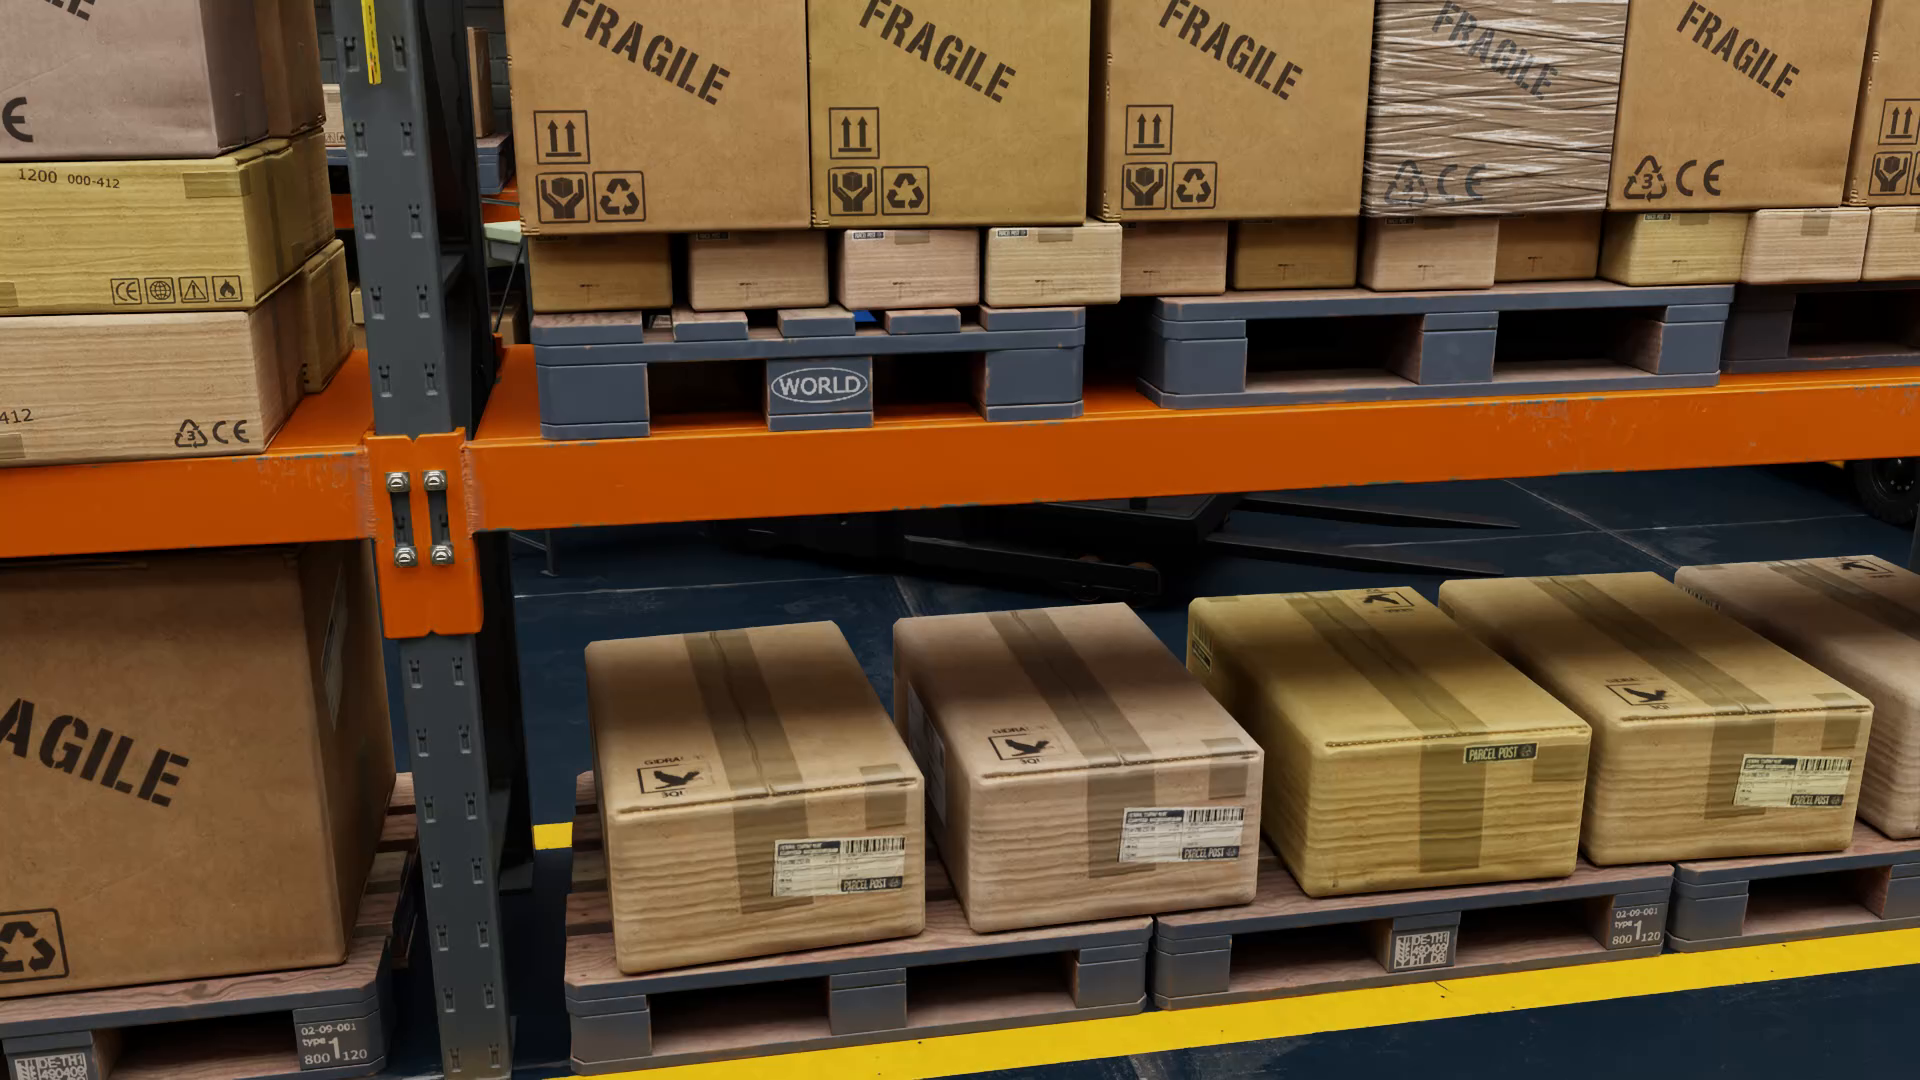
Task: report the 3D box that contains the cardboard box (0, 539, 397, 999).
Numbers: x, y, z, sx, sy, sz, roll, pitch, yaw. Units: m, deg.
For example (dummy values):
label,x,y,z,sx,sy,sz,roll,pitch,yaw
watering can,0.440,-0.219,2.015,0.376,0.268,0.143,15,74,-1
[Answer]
label,x,y,z,sx,sy,sz,roll,pitch,yaw
cardboard box,-1.742,0.334,3.518,0.875,0.875,0.875,-3,17,-11

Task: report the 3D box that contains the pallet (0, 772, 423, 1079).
label,x,y,z,sx,sy,sz,roll,pitch,yaw
pallet,-1.836,0.860,3.652,1.213,0.211,1.003,-3,17,-10

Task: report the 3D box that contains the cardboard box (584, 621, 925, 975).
label,x,y,z,sx,sy,sz,roll,pitch,yaw
cardboard box,-0.491,0.532,3.732,0.625,0.372,0.950,-4,18,-14

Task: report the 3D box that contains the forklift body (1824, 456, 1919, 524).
label,x,y,z,sx,sy,sz,roll,pitch,yaw
forklift body,4.346,-1.334,7.492,1.214,2.155,2.313,-3,17,-10

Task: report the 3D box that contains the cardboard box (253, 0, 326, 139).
label,x,y,z,sx,sy,sz,roll,pitch,yaw
cardboard box,-1.578,-1.064,3.294,0.500,0.500,0.500,-4,17,-12

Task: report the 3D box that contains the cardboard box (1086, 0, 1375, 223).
label,x,y,z,sx,sy,sz,roll,pitch,yaw
cardboard box,0.469,-0.907,3.263,0.500,0.500,0.500,-3,17,-10

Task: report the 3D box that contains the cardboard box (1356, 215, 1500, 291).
label,x,y,z,sx,sy,sz,roll,pitch,yaw
cardboard box,0.903,-0.616,3.422,0.250,0.149,0.380,-3,17,-9

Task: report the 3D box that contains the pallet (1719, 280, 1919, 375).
label,x,y,z,sx,sy,sz,roll,pitch,yaw
pallet,2.102,-0.626,4.067,1.213,0.211,1.003,-3,17,-10

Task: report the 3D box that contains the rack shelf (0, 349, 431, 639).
label,x,y,z,sx,sy,sz,roll,pitch,yaw
rack shelf,-3.011,-0.040,3.058,4.000,0.370,1.077,-3,17,-10

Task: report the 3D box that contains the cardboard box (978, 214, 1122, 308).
label,x,y,z,sx,sy,sz,roll,pitch,yaw
cardboard box,0.142,-0.558,3.231,0.250,0.149,0.380,-3,17,-10

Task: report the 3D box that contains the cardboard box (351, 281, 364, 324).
label,x,y,z,sx,sy,sz,roll,pitch,yaw
cardboard box,-2.692,-1.117,7.777,0.250,0.149,0.380,-4,18,-13

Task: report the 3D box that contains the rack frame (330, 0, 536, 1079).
label,x,y,z,sx,sy,sz,roll,pitch,yaw
rack frame,-1.048,-0.495,3.315,0.127,3.000,1.000,-3,17,-10

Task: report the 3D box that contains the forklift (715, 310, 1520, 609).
label,x,y,z,sx,sy,sz,roll,pitch,yaw
forklift,0.582,-1.330,6.151,3.031,2.935,1.130,7,18,21

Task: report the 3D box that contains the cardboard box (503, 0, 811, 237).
label,x,y,z,sx,sy,sz,roll,pitch,yaw
cardboard box,-0.562,-0.844,3.059,0.500,0.500,0.500,-4,17,-12

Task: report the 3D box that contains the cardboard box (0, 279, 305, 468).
label,x,y,z,sx,sy,sz,roll,pitch,yaw
cardboard box,-1.495,-0.320,3.002,0.500,0.250,0.500,-4,17,-12

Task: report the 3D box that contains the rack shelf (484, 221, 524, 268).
label,x,y,z,sx,sy,sz,roll,pitch,yaw
rack shelf,-1.424,-1.064,6.390,0.720,0.370,0.431,-16,23,-42

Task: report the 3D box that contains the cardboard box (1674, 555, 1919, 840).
label,x,y,z,sx,sy,sz,roll,pitch,yaw
cardboard box,2.365,0.367,4.267,0.625,0.372,0.950,-3,17,-10

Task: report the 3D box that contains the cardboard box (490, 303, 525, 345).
label,x,y,z,sx,sy,sz,roll,pitch,yaw
cardboard box,-2.367,-0.846,8.000,0.500,0.500,0.500,-3,17,-9

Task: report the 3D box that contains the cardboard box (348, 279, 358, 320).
label,x,y,z,sx,sy,sz,roll,pitch,yaw
cardboard box,-2.959,-1.115,7.771,0.250,0.149,0.380,-4,17,-12

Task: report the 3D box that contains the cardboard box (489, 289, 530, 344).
label,x,y,z,sx,sy,sz,roll,pitch,yaw
cardboard box,-2.460,-0.989,8.465,0.500,0.500,0.500,-3,17,-8

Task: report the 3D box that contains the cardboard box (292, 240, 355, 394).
label,x,y,z,sx,sy,sz,roll,pitch,yaw
cardboard box,-1.576,-0.469,3.484,0.500,0.250,0.500,-4,17,-11

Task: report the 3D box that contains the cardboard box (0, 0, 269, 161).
label,x,y,z,sx,sy,sz,roll,pitch,yaw
cardboard box,-1.506,-0.917,2.814,0.500,0.500,0.500,-4,17,-12

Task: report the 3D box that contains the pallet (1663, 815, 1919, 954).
label,x,y,z,sx,sy,sz,roll,pitch,yaw
pallet,2.116,0.659,4.307,1.213,0.211,1.003,-3,17,-10

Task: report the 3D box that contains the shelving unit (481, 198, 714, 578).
label,x,y,z,sx,sy,sz,roll,pitch,yaw
shelving unit,-1.423,-0.691,6.504,0.755,1.500,0.431,-16,23,-42

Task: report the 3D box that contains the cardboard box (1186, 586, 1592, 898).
label,x,y,z,sx,sy,sz,roll,pitch,yaw
cardboard box,0.978,0.448,4.006,0.625,0.372,0.950,-3,17,-9

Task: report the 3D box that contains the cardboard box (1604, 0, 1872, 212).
label,x,y,z,sx,sy,sz,roll,pitch,yaw
cardboard box,1.475,-0.962,3.442,0.500,0.500,0.500,-3,17,-9

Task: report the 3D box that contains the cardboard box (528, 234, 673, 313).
label,x,y,z,sx,sy,sz,roll,pitch,yaw
cardboard box,-0.693,-0.540,3.175,0.250,0.149,0.380,-4,18,-14

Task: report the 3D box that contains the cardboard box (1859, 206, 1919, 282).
label,x,y,z,sx,sy,sz,roll,pitch,yaw
cardboard box,1.918,-0.656,3.552,0.250,0.149,0.380,-4,17,-11

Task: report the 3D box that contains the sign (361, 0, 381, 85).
label,x,y,z,sx,sy,sz,roll,pitch,yaw
sign,-0.939,-0.889,2.625,0.005,0.325,0.100,-3,17,-10

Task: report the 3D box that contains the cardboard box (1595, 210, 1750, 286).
label,x,y,z,sx,sy,sz,roll,pitch,yaw
cardboard box,1.423,-0.638,3.492,0.250,0.149,0.380,-3,17,-10

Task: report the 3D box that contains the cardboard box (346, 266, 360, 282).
label,x,y,z,sx,sy,sz,roll,pitch,yaw
cardboard box,-3.059,-1.259,8.238,0.250,0.149,0.380,-3,17,-10

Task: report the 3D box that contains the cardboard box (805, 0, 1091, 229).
label,x,y,z,sx,sy,sz,roll,pitch,yaw
cardboard box,-0.052,-0.875,3.161,0.500,0.500,0.500,-2,17,-8

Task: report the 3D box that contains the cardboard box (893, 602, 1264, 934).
label,x,y,z,sx,sy,sz,roll,pitch,yaw
cardboard box,0.232,0.488,3.874,0.625,0.372,0.950,-4,17,-12

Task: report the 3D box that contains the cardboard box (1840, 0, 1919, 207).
label,x,y,z,sx,sy,sz,roll,pitch,yaw
cardboard box,1.983,-0.989,3.530,0.500,0.500,0.500,-3,17,-10

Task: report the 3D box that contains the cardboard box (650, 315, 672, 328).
label,x,y,z,sx,sy,sz,roll,pitch,yaw
cardboard box,-1.378,-1.022,8.360,0.625,0.625,0.875,-3,17,-9

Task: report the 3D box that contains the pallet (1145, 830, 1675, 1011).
label,x,y,z,sx,sy,sz,roll,pitch,yaw
pallet,0.915,0.728,4.083,1.213,0.211,1.003,-3,17,-10

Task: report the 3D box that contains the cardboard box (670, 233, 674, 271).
label,x,y,z,sx,sy,sz,roll,pitch,yaw
cardboard box,-0.521,-0.698,3.687,0.250,0.149,0.380,-3,17,-10

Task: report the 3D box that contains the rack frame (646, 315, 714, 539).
label,x,y,z,sx,sy,sz,roll,pitch,yaw
rack frame,-1.163,-0.766,6.750,0.023,1.500,0.400,-16,23,-42

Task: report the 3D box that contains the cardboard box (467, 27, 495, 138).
label,x,y,z,sx,sy,sz,roll,pitch,yaw
cardboard box,-2.528,-2.191,7.950,0.500,0.500,0.500,-2,17,-8

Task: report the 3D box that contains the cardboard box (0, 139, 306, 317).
label,x,y,z,sx,sy,sz,roll,pitch,yaw
cardboard box,-1.475,-0.562,2.937,0.500,0.250,0.500,-3,17,-11

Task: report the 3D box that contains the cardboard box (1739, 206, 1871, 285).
label,x,y,z,sx,sy,sz,roll,pitch,yaw
cardboard box,1.669,-0.641,3.502,0.250,0.149,0.380,-3,17,-10

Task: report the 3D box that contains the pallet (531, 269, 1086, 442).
label,x,y,z,sx,sy,sz,roll,pitch,yaw
pallet,-0.368,-0.474,3.572,1.003,0.211,1.213,-3,17,-10

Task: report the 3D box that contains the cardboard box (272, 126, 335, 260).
label,x,y,z,sx,sy,sz,roll,pitch,yaw
cardboard box,-1.592,-0.705,3.404,0.500,0.250,0.500,-3,17,-11

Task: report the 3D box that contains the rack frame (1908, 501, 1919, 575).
label,x,y,z,sx,sy,sz,roll,pitch,yaw
rack frame,2.880,-0.718,4.040,0.127,3.000,1.000,-3,17,-10

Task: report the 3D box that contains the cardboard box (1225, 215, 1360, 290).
label,x,y,z,sx,sy,sz,roll,pitch,yaw
cardboard box,0.634,-0.621,3.436,0.250,0.149,0.380,-3,17,-8

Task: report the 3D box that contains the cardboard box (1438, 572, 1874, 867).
label,x,y,z,sx,sy,sz,roll,pitch,yaw
cardboard box,1.660,0.408,4.134,0.625,0.372,0.950,-2,17,-7

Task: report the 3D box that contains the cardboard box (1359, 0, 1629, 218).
label,x,y,z,sx,sy,sz,roll,pitch,yaw
cardboard box,0.961,-0.932,3.347,0.500,0.500,0.500,-4,18,-13

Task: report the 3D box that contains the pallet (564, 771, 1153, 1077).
label,x,y,z,sx,sy,sz,roll,pitch,yaw
pallet,-0.280,0.795,3.865,1.213,0.211,1.003,-3,17,-10

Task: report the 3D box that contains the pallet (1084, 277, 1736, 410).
label,x,y,z,sx,sy,sz,roll,pitch,yaw
pallet,0.888,-0.526,3.741,1.213,0.211,1.003,-3,17,-10

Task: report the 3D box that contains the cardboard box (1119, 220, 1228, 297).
label,x,y,z,sx,sy,sz,roll,pitch,yaw
cardboard box,0.364,-0.594,3.348,0.250,0.149,0.380,-2,17,-7

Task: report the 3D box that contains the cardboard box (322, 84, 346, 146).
label,x,y,z,sx,sy,sz,roll,pitch,yaw
cardboard box,-2.967,-1.903,7.438,0.500,0.250,0.500,-4,18,-13

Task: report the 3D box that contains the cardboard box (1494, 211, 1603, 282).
label,x,y,z,sx,sy,sz,roll,pitch,yaw
cardboard box,1.144,-0.653,3.540,0.250,0.149,0.380,-4,17,-12

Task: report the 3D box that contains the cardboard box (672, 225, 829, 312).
label,x,y,z,sx,sy,sz,roll,pitch,yaw
cardboard box,-0.409,-0.546,3.194,0.250,0.149,0.380,-4,18,-14

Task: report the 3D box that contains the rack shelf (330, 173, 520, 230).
label,x,y,z,sx,sy,sz,roll,pitch,yaw
rack shelf,-3.957,-1.471,7.716,4.000,0.370,1.077,-3,17,-10

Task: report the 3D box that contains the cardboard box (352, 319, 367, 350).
label,x,y,z,sx,sy,sz,roll,pitch,yaw
cardboard box,-2.861,-0.821,7.919,0.500,0.500,0.500,-4,17,-11

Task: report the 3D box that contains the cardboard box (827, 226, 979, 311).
label,x,y,z,sx,sy,sz,roll,pitch,yaw
cardboard box,-0.132,-0.548,3.201,0.250,0.149,0.380,-4,18,-14

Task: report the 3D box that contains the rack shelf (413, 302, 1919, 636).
label,x,y,z,sx,sy,sz,roll,pitch,yaw
rack shelf,0.916,-0.263,3.783,4.000,0.370,1.077,-3,17,-10

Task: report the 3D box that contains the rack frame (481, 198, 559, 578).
label,x,y,z,sx,sy,sz,roll,pitch,yaw
rack frame,-1.683,-0.615,6.258,0.023,1.500,0.400,-16,23,-42

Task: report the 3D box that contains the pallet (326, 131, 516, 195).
label,x,y,z,sx,sy,sz,roll,pitch,yaw
pallet,-2.645,-1.776,7.812,1.003,0.211,1.213,-3,17,-10
